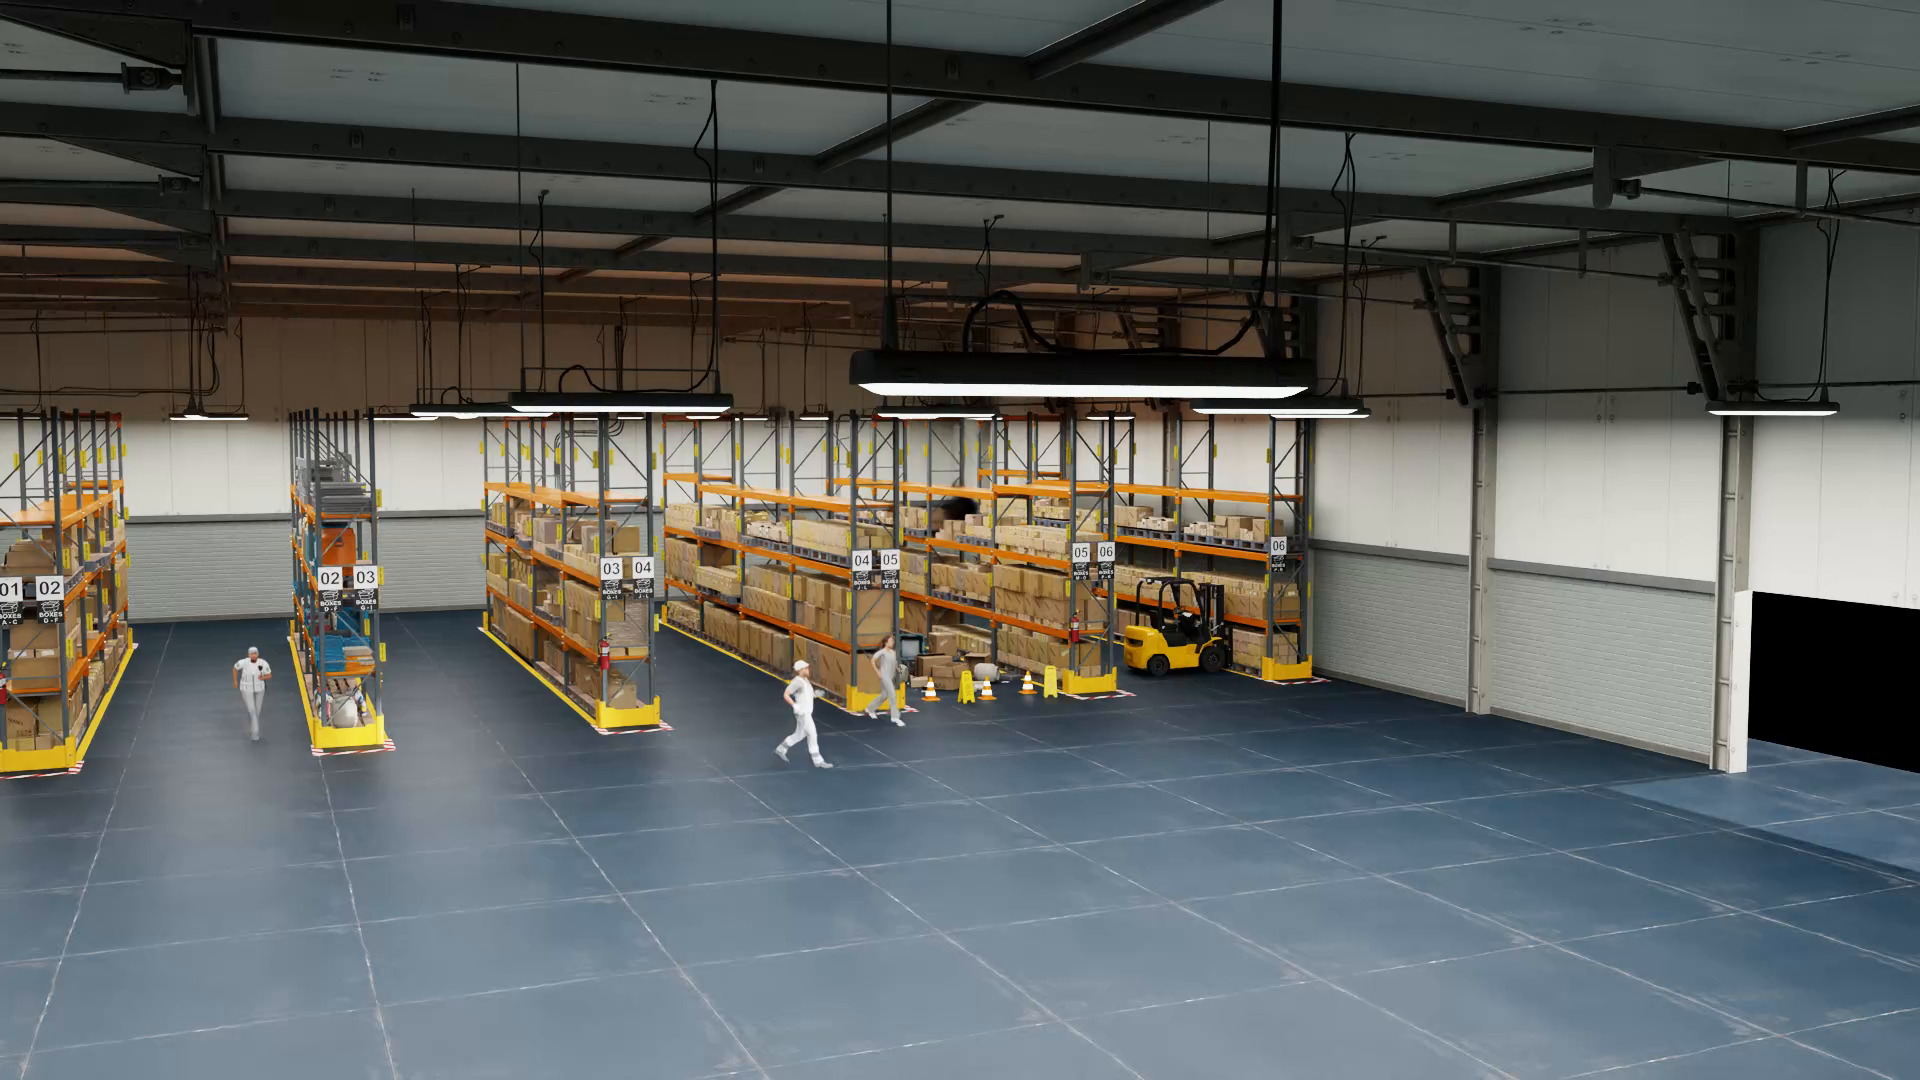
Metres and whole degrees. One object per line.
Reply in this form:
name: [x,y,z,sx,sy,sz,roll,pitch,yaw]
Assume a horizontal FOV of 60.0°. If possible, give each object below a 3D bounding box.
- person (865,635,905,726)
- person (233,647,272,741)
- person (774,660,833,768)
person: [-1.418,2.661,31.807,0.920,1.690,0.580,2,4,27]
person: [-12.893,2.783,30.334,0.627,1.713,0.861,-2,5,-29]
person: [-2.603,2.871,27.538,1.004,1.769,0.659,0,4,5]
